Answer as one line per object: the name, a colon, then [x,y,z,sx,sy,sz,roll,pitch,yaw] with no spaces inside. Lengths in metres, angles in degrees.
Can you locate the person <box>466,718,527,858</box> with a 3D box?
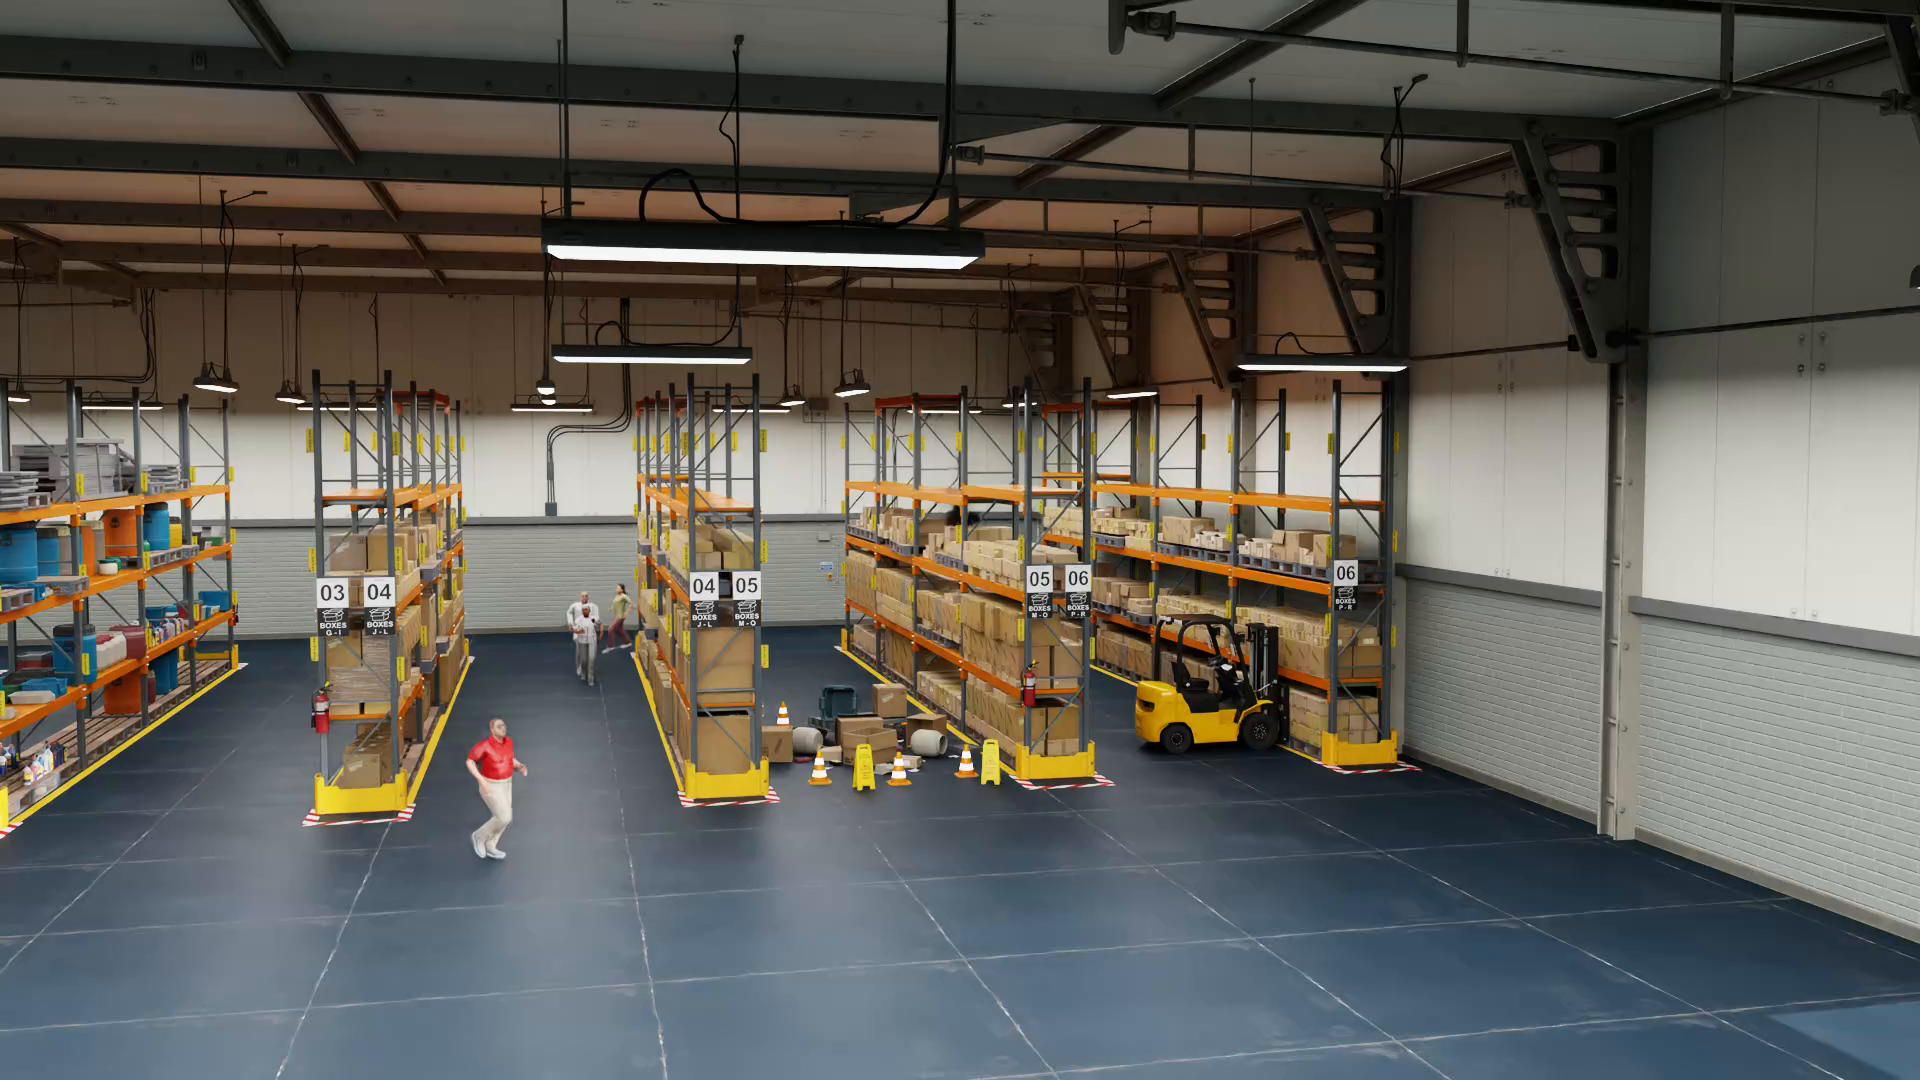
person: [-5.539,2.995,20.076,0.605,1.694,0.644,2,4,25]

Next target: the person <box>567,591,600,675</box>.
person: [-8.198,2.029,36.250,0.669,1.828,0.806,-1,3,-17]

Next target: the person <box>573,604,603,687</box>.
person: [-7.772,2.181,34.717,0.608,1.689,0.894,0,3,-8]

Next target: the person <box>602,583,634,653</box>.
person: [-8.179,1.873,39.931,0.813,1.687,0.648,-2,4,-34]
